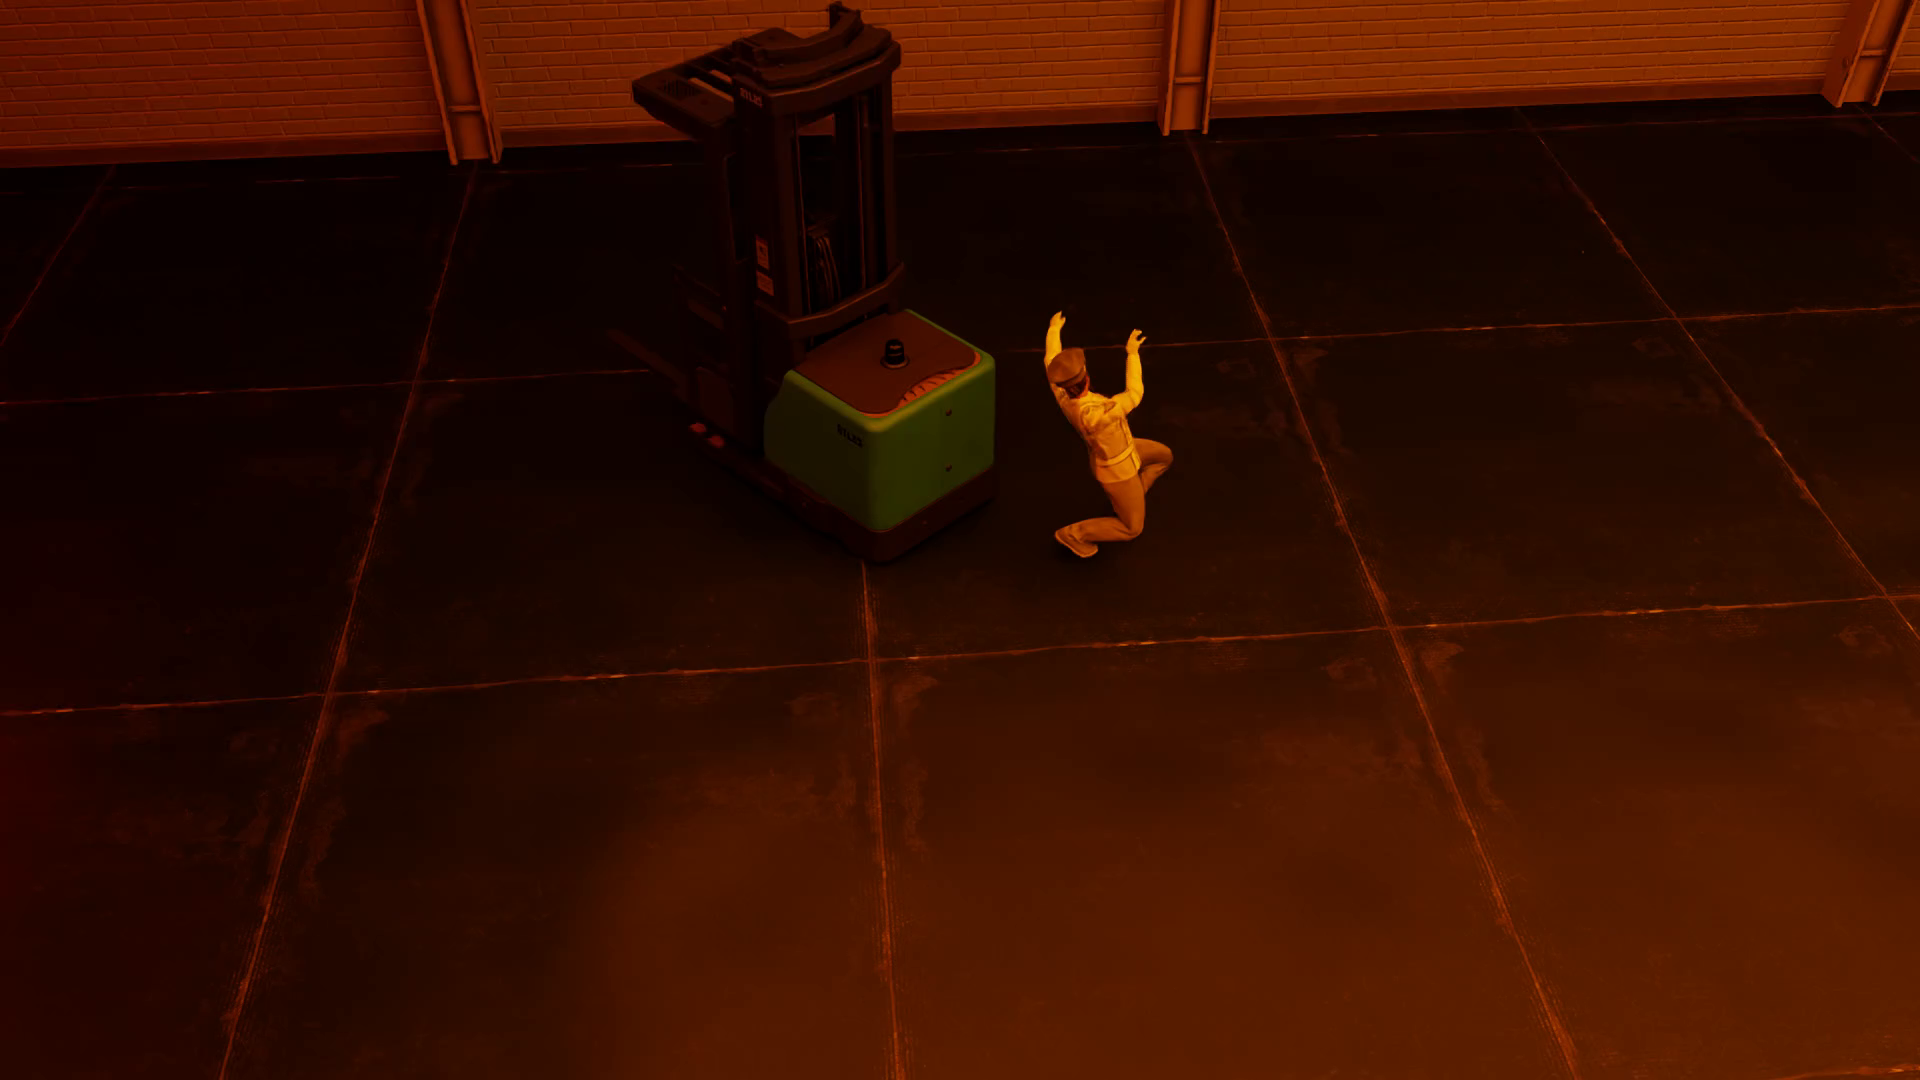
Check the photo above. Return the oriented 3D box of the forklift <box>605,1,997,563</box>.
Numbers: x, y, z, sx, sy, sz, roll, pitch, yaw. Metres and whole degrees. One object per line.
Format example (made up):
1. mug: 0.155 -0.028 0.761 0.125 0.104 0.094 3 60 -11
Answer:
1. forklift: -1.164 -1.836 10.084 1.130 2.935 3.031 -33 50 -32

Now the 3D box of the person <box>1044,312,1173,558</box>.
1. person: 0.864 -0.683 9.841 0.825 1.537 1.019 -6 41 -7
